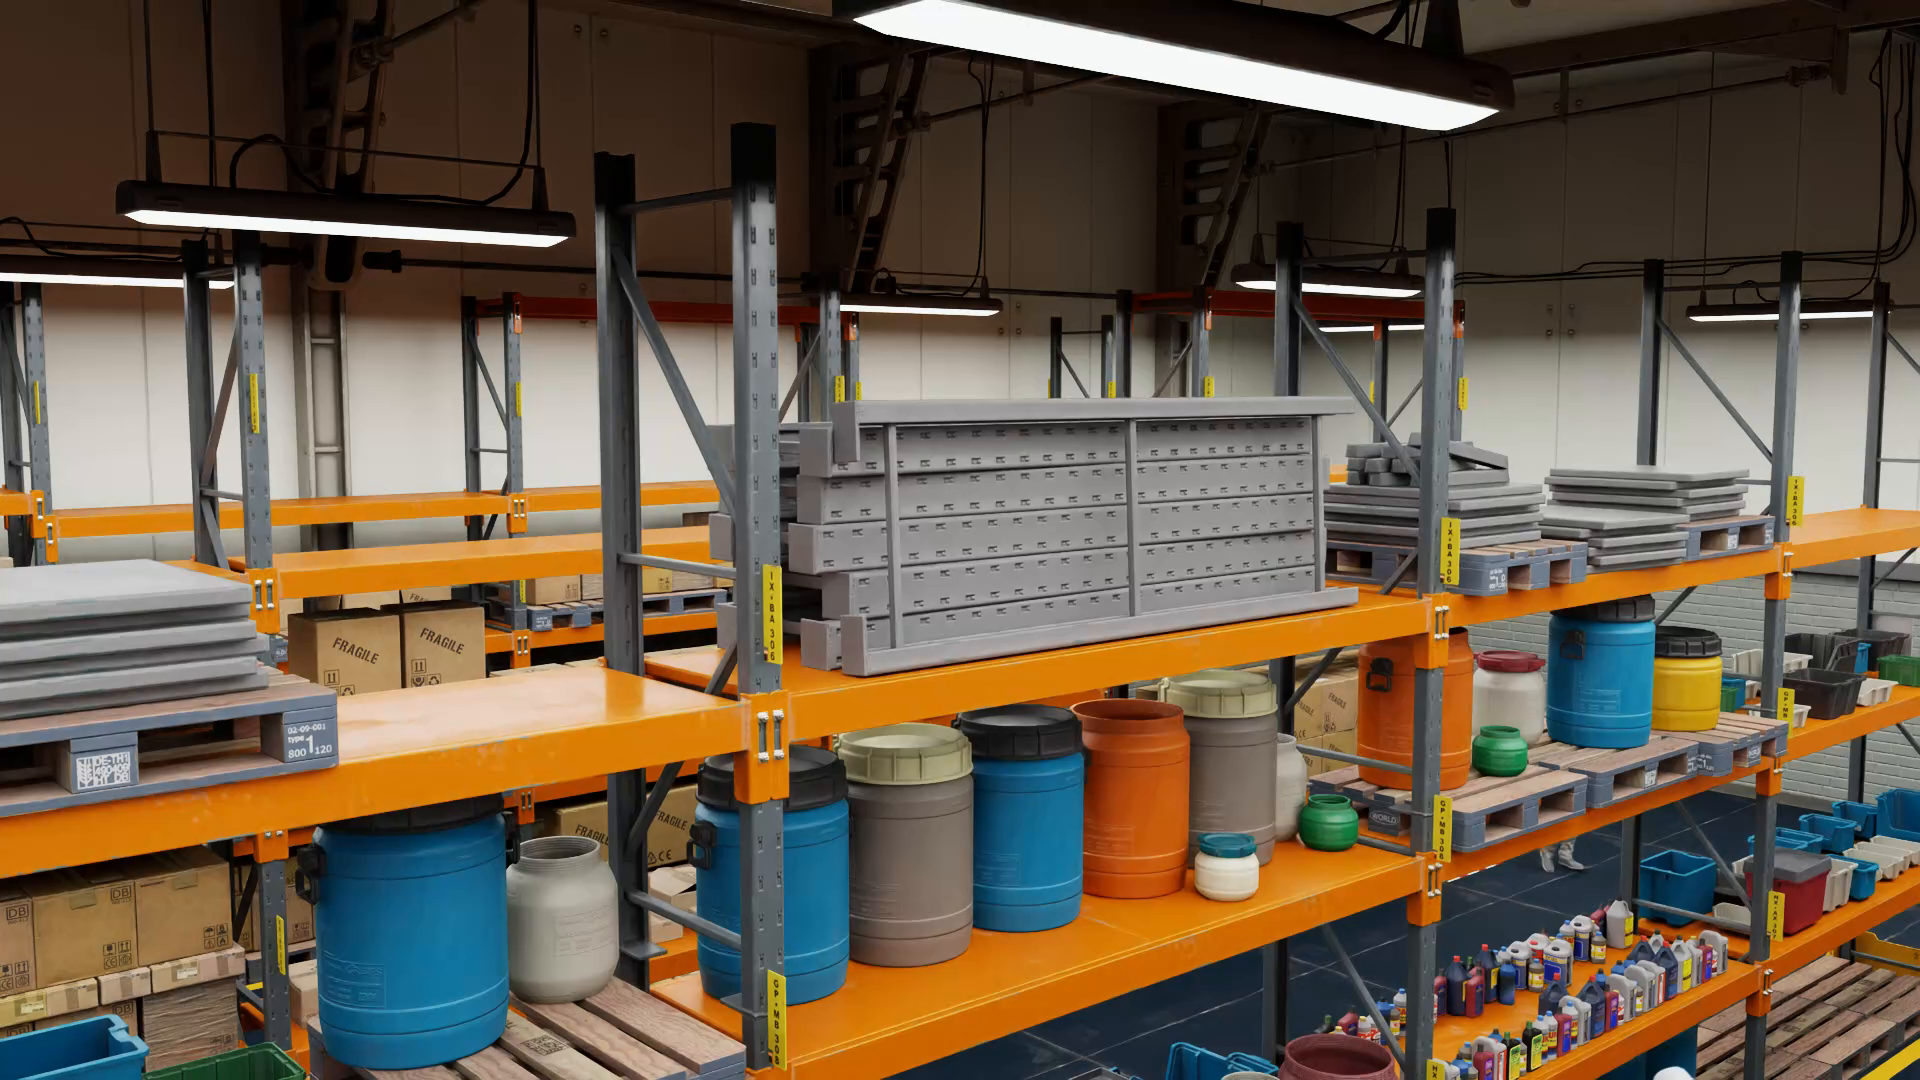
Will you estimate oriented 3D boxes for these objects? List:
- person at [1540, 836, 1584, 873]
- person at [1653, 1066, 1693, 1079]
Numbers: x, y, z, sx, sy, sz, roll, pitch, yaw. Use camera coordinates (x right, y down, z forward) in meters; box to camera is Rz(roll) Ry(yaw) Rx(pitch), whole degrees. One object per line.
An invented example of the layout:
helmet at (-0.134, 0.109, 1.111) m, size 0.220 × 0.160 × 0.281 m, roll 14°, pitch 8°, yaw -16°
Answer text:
person at (6.425, 2.686, 17.627) m, size 0.537 × 1.716 × 0.425 m, roll -2°, pitch 6°, yaw -24°
person at (3.504, 3.487, 8.267) m, size 0.926 × 1.737 × 0.605 m, roll -4°, pitch 7°, yaw -35°
